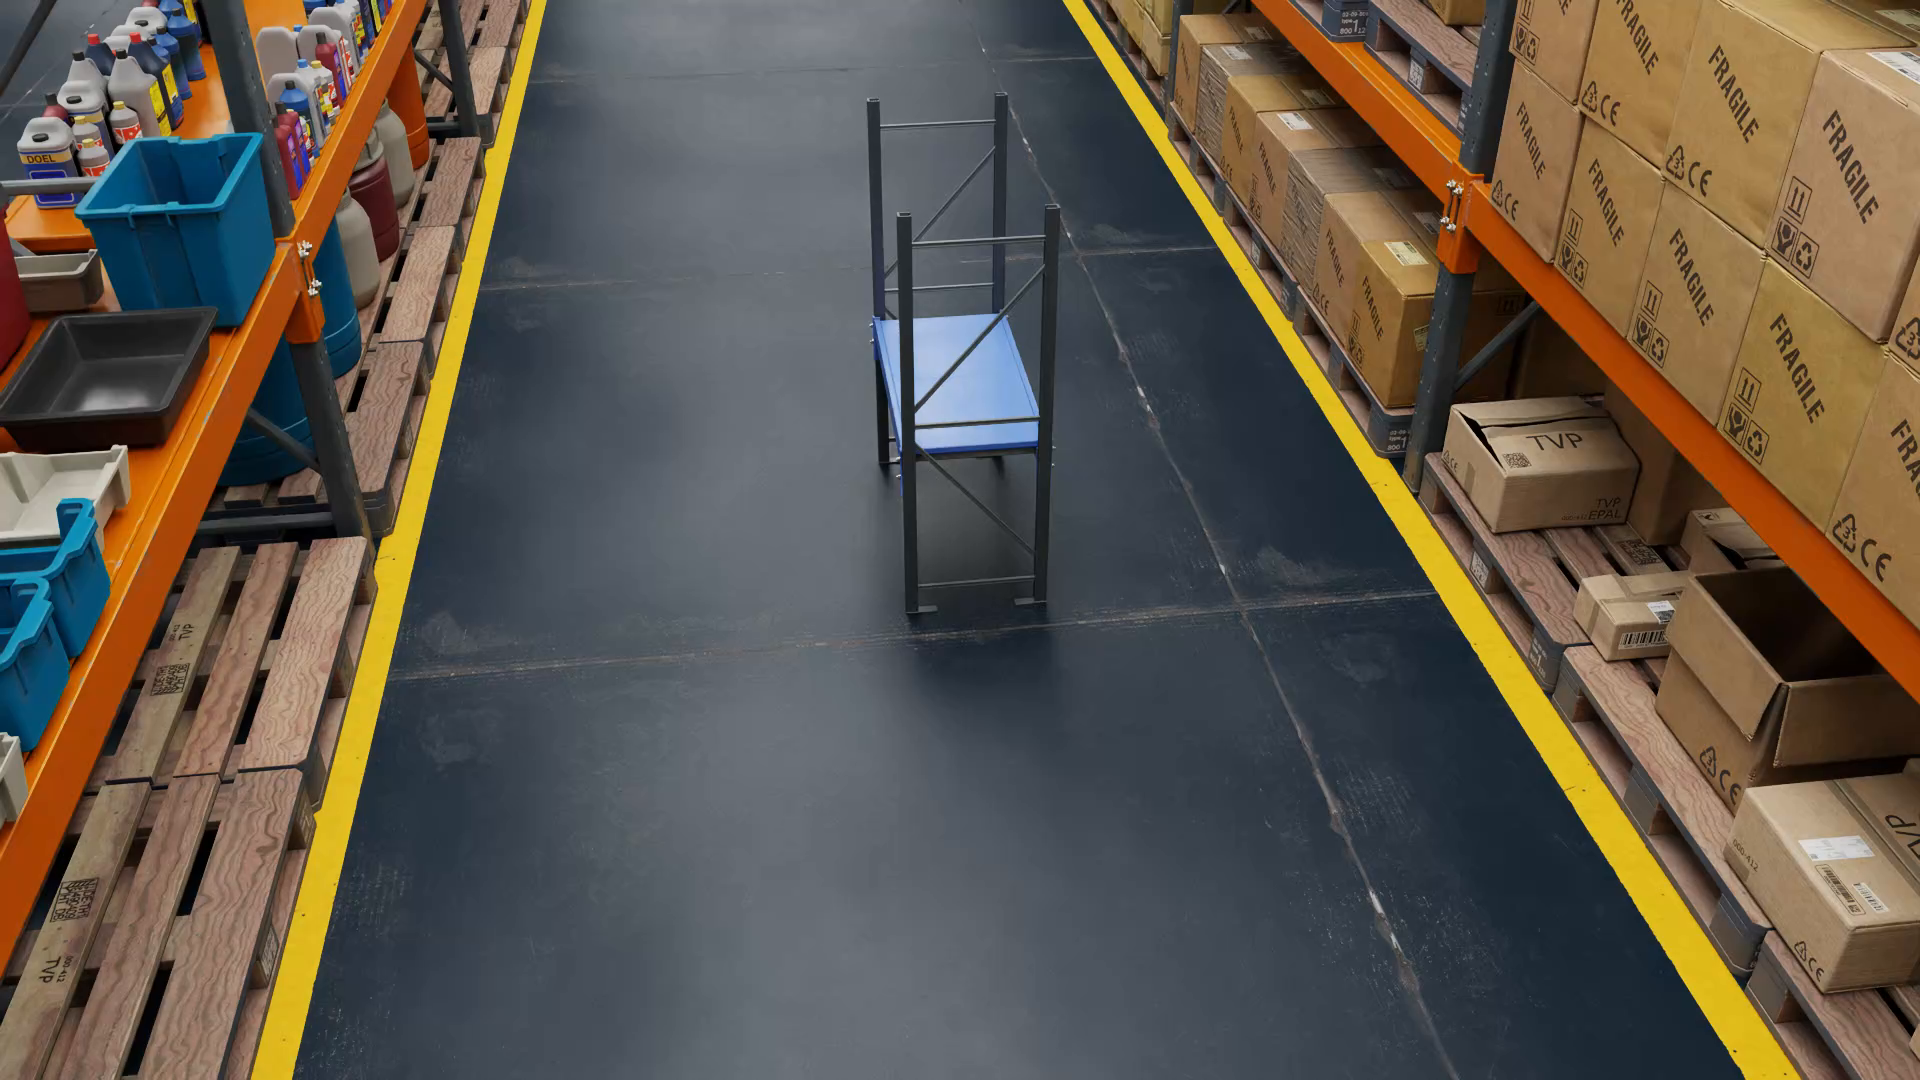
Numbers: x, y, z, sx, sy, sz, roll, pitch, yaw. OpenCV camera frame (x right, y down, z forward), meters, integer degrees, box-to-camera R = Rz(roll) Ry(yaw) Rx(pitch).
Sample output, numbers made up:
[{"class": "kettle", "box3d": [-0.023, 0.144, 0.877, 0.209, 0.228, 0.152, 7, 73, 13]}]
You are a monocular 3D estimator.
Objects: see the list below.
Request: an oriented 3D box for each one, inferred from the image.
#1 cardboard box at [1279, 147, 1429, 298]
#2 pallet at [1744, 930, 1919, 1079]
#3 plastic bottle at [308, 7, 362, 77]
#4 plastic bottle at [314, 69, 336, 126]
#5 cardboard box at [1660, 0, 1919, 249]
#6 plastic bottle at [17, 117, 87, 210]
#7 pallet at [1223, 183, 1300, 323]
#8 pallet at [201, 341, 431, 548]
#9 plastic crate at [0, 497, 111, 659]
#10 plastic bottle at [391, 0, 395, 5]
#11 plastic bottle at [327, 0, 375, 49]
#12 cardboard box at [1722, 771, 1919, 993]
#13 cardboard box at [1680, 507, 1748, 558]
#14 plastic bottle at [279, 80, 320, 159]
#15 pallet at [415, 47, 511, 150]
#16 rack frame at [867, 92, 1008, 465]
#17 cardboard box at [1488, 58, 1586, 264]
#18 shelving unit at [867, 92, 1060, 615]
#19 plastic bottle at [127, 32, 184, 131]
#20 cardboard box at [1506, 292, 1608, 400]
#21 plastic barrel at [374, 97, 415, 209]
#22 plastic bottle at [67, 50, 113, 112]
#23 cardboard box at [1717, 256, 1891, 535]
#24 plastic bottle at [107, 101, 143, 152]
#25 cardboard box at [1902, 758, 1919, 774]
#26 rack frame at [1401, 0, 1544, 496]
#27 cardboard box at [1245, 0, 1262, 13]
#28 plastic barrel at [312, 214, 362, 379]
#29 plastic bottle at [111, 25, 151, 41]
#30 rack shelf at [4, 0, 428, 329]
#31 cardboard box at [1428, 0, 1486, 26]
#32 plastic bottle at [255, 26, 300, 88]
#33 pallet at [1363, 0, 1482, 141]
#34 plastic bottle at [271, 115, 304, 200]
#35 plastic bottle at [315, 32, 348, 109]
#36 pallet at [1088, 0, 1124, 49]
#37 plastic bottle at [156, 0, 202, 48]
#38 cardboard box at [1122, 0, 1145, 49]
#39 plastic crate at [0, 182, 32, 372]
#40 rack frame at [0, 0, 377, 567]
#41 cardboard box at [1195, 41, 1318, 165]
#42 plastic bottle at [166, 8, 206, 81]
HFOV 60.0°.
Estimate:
[{"class": "cardboard box", "box3d": [1.782, -1.445, 7.536, 0.500, 0.500, 0.500, -4, 34, -6]}, {"class": "pallet", "box3d": [2.677, 1.411, 3.992, 1.003, 0.211, 1.213, -4, 35, -6]}, {"class": "plastic bottle", "box3d": [-2.492, -1.995, 6.624, 0.152, 0.276, 0.135, -4, 35, -6]}, {"class": "plastic bottle", "box3d": [-2.387, -1.643, 6.174, 0.097, 0.201, 0.097, 0, 34, 0]}, {"class": "cardboard box", "box3d": [2.180, -1.082, 4.197, 0.500, 0.500, 0.500, -5, 35, -8]}, {"class": "plastic bottle", "box3d": [-3.025, -1.257, 5.542, 0.152, 0.276, 0.135, -4, 35, -6]}, {"class": "pallet", "box3d": [1.943, -1.467, 8.216, 1.003, 0.211, 1.213, -4, 35, -6]}, {"class": "pallet", "box3d": [-2.714, -0.395, 6.642, 1.003, 0.211, 1.213, -4, 35, -6]}, {"class": "plastic crate", "box3d": [-2.038, 0.098, 3.537, 0.416, 0.233, 0.300, -4, 35, -6]}, {"class": "plastic bottle", "box3d": [-2.592, -2.495, 7.424, 0.097, 0.201, 0.097, 0, 34, 0]}, {"class": "plastic bottle", "box3d": [-2.536, -2.224, 6.894, 0.144, 0.351, 0.185, -4, 35, -6]}, {"class": "cardboard box", "box3d": [2.380, 0.883, 4.341, 0.500, 0.250, 0.500, -4, 35, -6]}, {"class": "cardboard box", "box3d": [2.725, 0.011, 5.711, 0.380, 0.149, 0.250, -4, 35, -6]}, {"class": "plastic bottle", "box3d": [-2.343, -1.489, 5.885, 0.097, 0.271, 0.097, 0, 34, 0]}, {"class": "pallet", "box3d": [-3.255, -2.628, 9.919, 1.003, 0.211, 1.213, -4, 35, -6]}, {"class": "rack frame", "box3d": [-0.080, -0.951, 6.314, 0.500, 1.500, 0.032, -4, 35, -6]}, {"class": "cardboard box", "box3d": [2.056, -1.222, 5.291, 0.500, 0.500, 0.500, -4, 34, -5]}, {"class": "shelving unit", "box3d": [-0.011, -0.667, 5.897, 0.538, 1.500, 1.048, -4, 35, -6]}, {"class": "plastic bottle", "box3d": [-2.982, -1.695, 6.117, 0.144, 0.351, 0.185, -4, 35, -6]}, {"class": "cardboard box", "box3d": [2.434, -0.923, 6.770, 0.500, 0.500, 0.500, -6, 35, -9]}, {"class": "plastic barrel", "box3d": [-2.942, -1.911, 8.226, 0.421, 0.512, 0.421, 0, 34, 0]}, {"class": "plastic bottle", "box3d": [-3.100, -1.581, 5.950, 0.144, 0.351, 0.185, -4, 35, -6]}, {"class": "cardboard box", "box3d": [2.263, -0.374, 4.046, 0.500, 0.500, 0.500, -5, 35, -7]}, {"class": "plastic bottle", "box3d": [-2.953, -1.450, 5.891, 0.097, 0.201, 0.097, 0, 34, 0]}, {"class": "cardboard box", "box3d": [2.869, 0.817, 4.438, 0.500, 0.250, 0.500, -4, 35, -6]}, {"class": "rack frame", "box3d": [2.257, -1.486, 5.767, 1.000, 3.000, 0.127, -4, 35, -6]}, {"class": "cardboard box", "box3d": [1.940, -3.302, 10.002, 0.500, 0.311, 0.500, -3, 34, -5]}, {"class": "plastic barrel", "box3d": [-2.803, -1.120, 6.720, 0.600, 0.901, 0.708, -4, 35, -6]}, {"class": "plastic bottle", "box3d": [-3.160, -1.818, 6.364, 0.152, 0.276, 0.135, -4, 35, -6]}, {"class": "rack shelf", "box3d": [-2.921, -1.932, 7.060, 1.077, 0.370, 4.000, -4, 35, -6]}, {"class": "cardboard box", "box3d": [2.260, -2.361, 6.590, 0.700, 0.500, 0.500, 1, 34, 1]}, {"class": "plastic bottle", "box3d": [-2.612, -1.854, 6.417, 0.152, 0.276, 0.135, -4, 35, -6]}, {"class": "pallet", "box3d": [2.258, -1.861, 6.488, 1.003, 0.211, 1.213, -4, 35, -6]}, {"class": "plastic bottle", "box3d": [-2.278, -1.302, 5.600, 0.061, 0.283, 0.133, -4, 35, -6]}, {"class": "plastic bottle", "box3d": [-2.398, -1.797, 6.328, 0.061, 0.283, 0.133, -4, 35, -6]}, {"class": "pallet", "box3d": [1.486, -3.708, 11.503, 1.003, 0.211, 1.213, -4, 35, -6]}, {"class": "plastic bottle", "box3d": [-3.248, -2.196, 6.852, 0.144, 0.351, 0.185, -4, 35, -6]}, {"class": "cardboard box", "box3d": [1.334, -3.318, 10.524, 0.500, 0.250, 0.500, -5, 35, -7]}, {"class": "plastic crate", "box3d": [-2.780, -0.647, 4.426, 0.402, 0.464, 0.583, -4, 35, -6]}, {"class": "rack frame", "box3d": [-2.652, -1.113, 5.220, 1.000, 3.000, 0.127, -4, 35, -6]}, {"class": "cardboard box", "box3d": [1.573, -2.300, 8.790, 0.500, 0.500, 0.500, -6, 35, -8]}, {"class": "plastic bottle", "box3d": [-3.070, -1.965, 6.584, 0.097, 0.271, 0.097, 0, 34, 0]}]
